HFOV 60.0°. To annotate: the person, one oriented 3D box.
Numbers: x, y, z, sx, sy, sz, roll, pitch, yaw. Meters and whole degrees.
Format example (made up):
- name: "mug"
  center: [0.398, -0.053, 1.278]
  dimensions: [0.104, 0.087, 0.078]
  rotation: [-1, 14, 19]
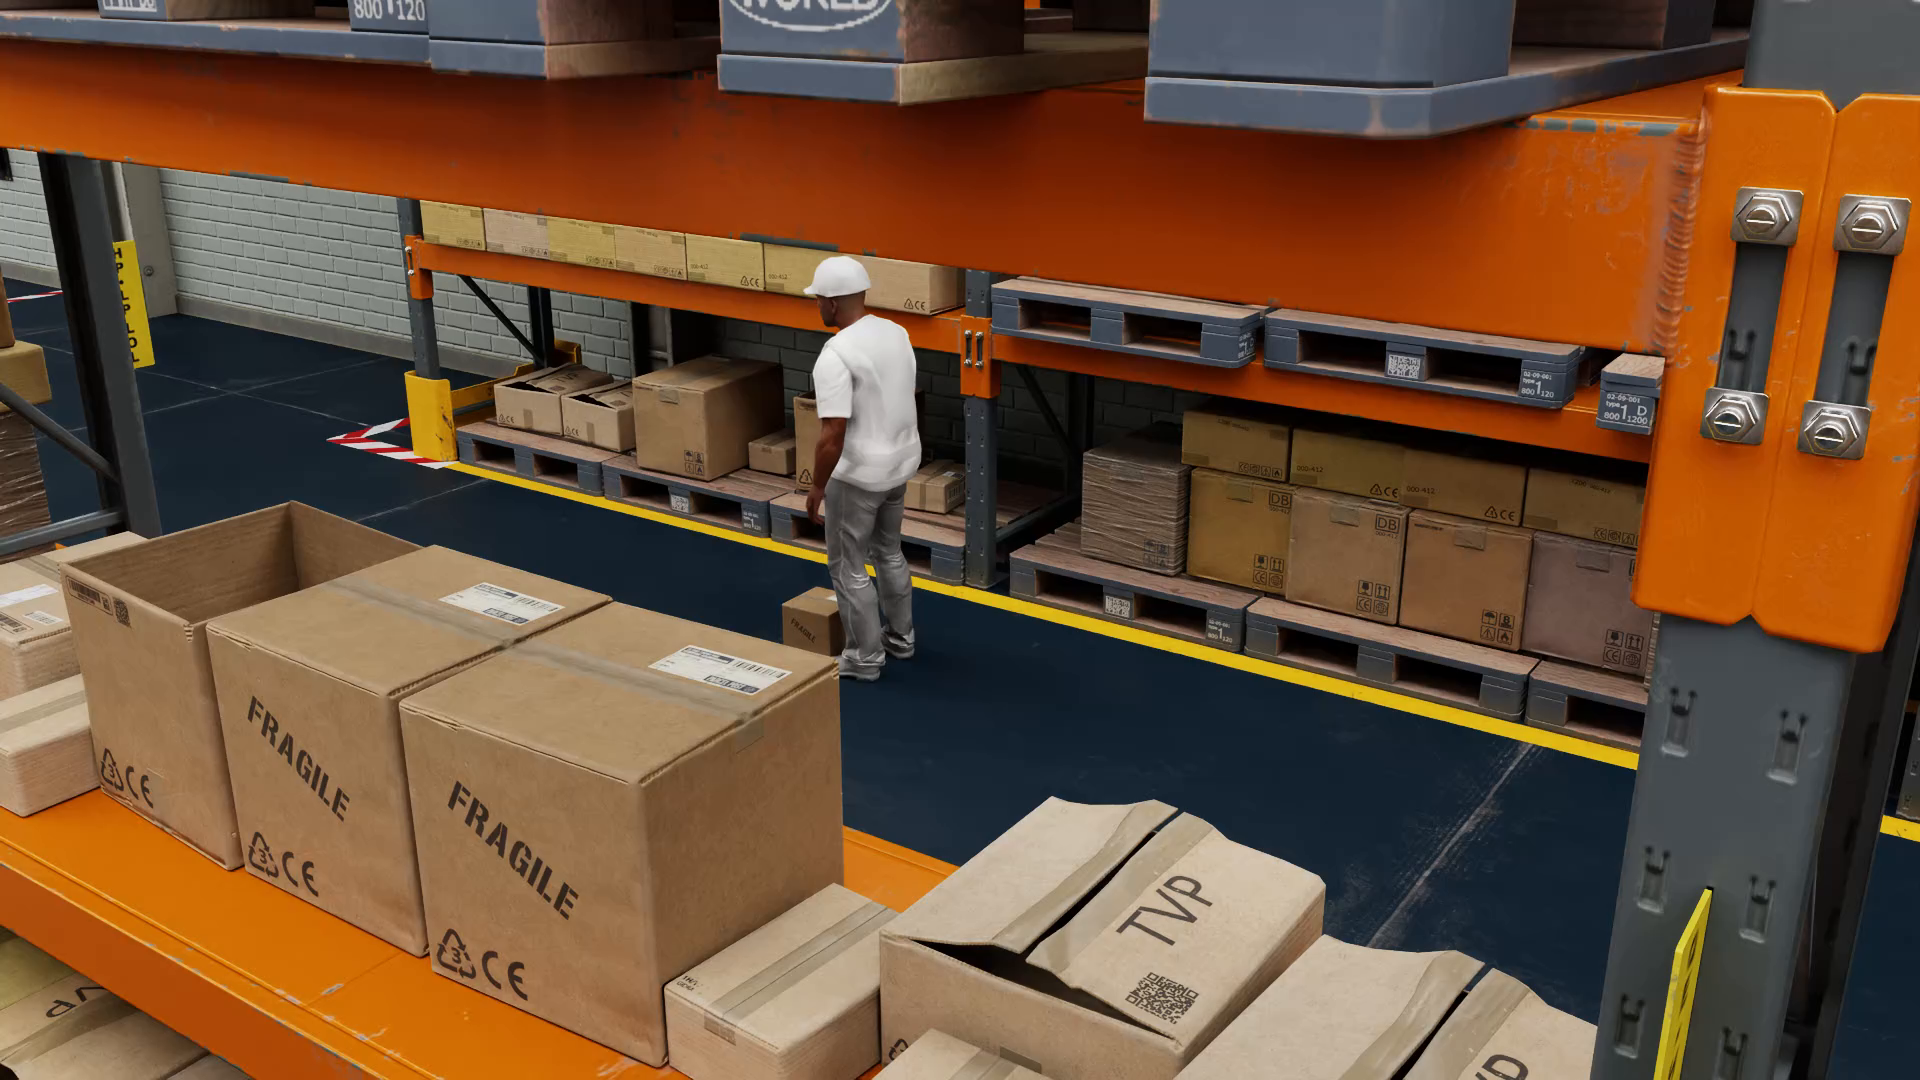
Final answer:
- name: "person"
  center: [-0.408, -0.289, 6.852]
  dimensions: [0.458, 1.761, 0.638]
  rotation: [12, 23, 30]
